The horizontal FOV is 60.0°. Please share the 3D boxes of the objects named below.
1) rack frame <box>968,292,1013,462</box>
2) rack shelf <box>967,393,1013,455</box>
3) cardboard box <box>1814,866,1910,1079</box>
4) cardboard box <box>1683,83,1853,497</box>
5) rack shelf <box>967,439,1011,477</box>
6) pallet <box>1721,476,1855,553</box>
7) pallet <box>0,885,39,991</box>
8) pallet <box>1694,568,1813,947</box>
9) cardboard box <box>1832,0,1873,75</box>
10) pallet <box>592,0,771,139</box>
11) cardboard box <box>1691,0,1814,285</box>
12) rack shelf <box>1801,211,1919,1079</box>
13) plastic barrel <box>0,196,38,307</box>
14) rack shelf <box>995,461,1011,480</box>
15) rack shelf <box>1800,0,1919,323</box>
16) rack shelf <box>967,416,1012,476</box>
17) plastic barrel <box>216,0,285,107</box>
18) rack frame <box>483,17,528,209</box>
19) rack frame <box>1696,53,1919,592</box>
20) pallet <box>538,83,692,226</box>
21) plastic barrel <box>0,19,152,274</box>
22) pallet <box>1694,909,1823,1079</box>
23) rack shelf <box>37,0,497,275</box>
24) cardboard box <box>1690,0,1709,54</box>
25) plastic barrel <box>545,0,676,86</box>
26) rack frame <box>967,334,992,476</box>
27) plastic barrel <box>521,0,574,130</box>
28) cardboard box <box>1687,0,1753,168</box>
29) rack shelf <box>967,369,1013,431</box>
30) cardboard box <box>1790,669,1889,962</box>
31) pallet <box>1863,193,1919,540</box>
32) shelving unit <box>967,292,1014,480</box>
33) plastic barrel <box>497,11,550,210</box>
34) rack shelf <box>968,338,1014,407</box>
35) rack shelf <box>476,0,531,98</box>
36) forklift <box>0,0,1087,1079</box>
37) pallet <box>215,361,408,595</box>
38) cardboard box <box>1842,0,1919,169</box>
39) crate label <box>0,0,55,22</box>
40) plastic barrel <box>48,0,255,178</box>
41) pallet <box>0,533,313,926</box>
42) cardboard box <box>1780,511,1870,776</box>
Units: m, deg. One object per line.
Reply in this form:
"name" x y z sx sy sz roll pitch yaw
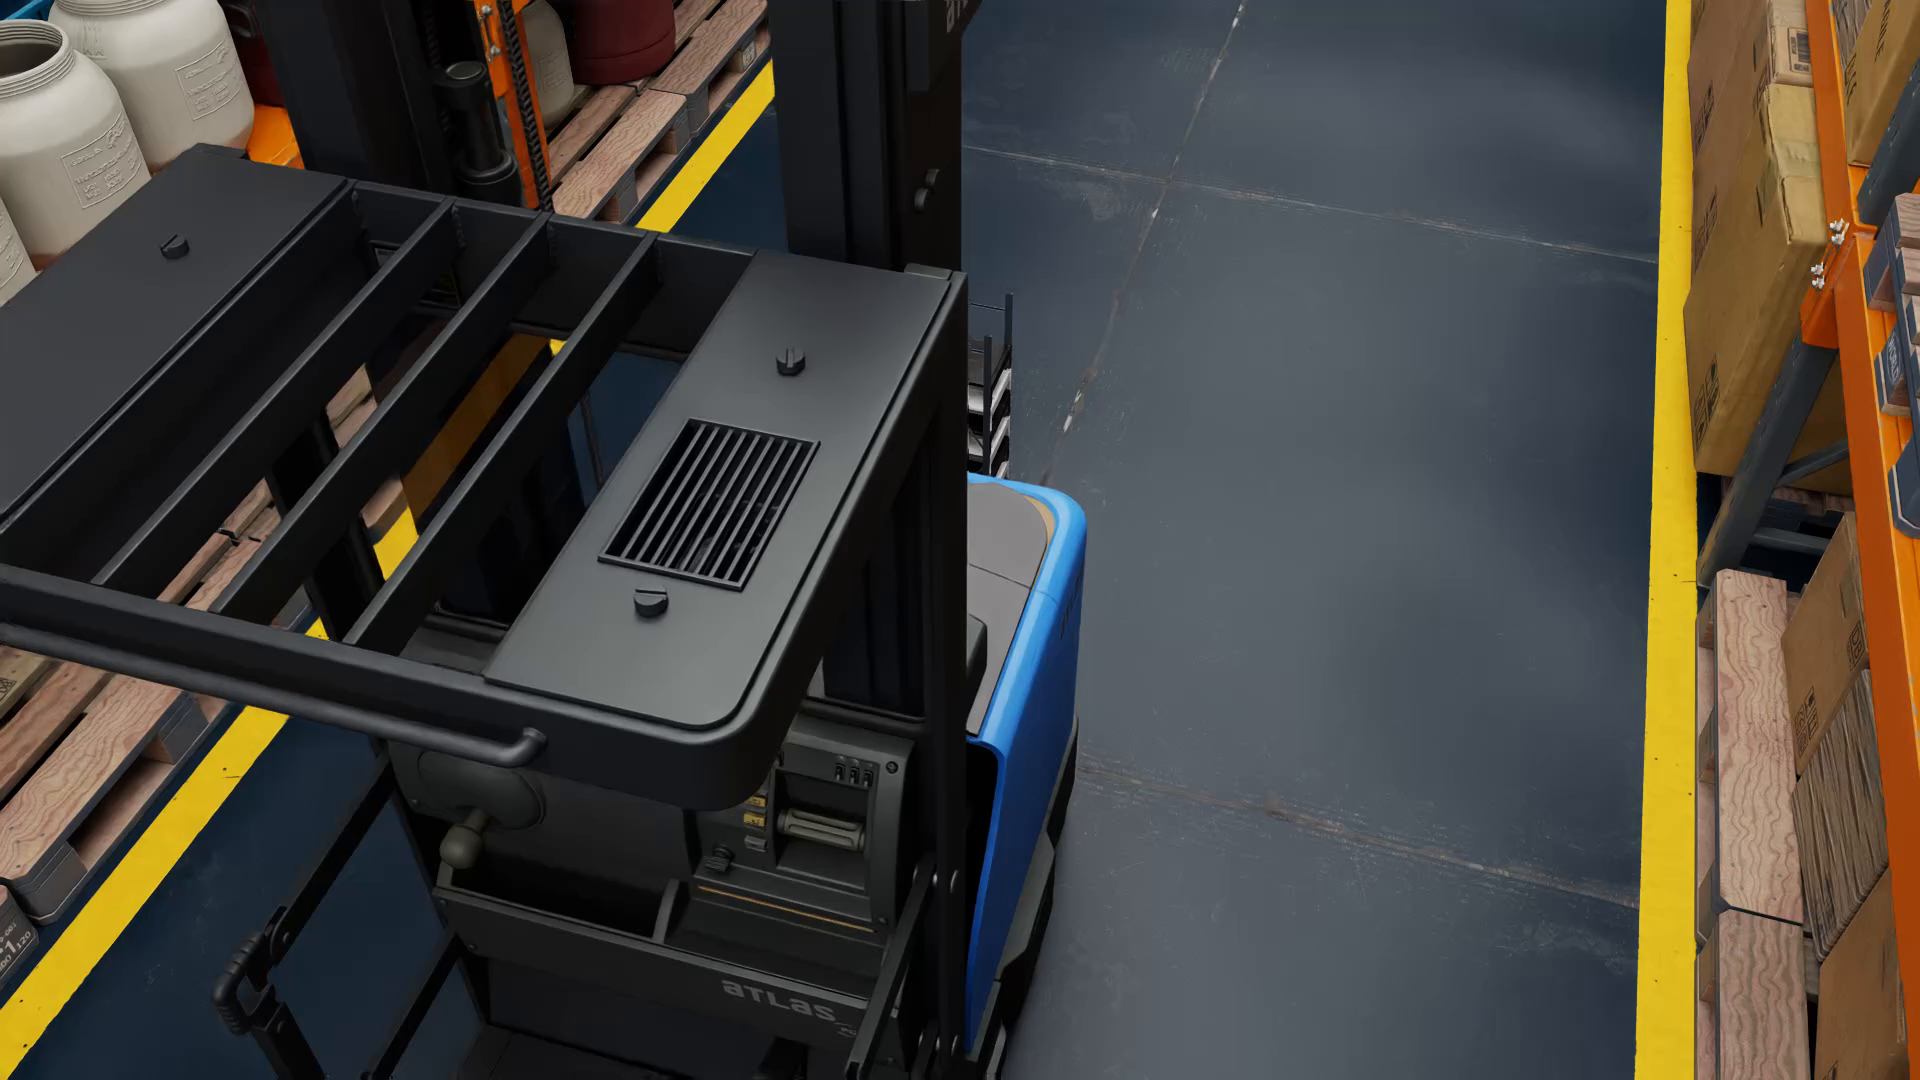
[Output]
"rack frame" 0.033 -0.395 5.010 0.240 0.900 0.006 13 46 12
"rack shelf" 0.002 -0.368 4.901 0.258 0.077 0.200 13 46 12
"cardboard box" 2.247 1.080 3.474 0.700 0.500 0.500 16 47 16
"cardboard box" 2.980 -0.705 5.044 1.225 0.875 0.875 11 45 11
"rack shelf" 0.002 -0.239 5.027 0.258 0.077 0.200 13 46 12
"pallet" 3.062 -0.371 5.478 1.003 0.211 1.213 13 46 13
"pallet" -2.979 1.224 3.848 1.003 0.211 1.213 13 46 13
"pallet" 2.513 0.659 4.426 1.003 0.211 1.213 13 46 13
"cardboard box" 2.821 -1.607 4.676 0.500 0.500 0.500 12 46 12
"pallet" -1.399 -2.256 7.404 1.003 0.211 1.213 13 46 13
"cardboard box" 3.258 -1.297 5.650 1.225 0.875 0.875 13 46 13
"rack shelf" 2.146 0.732 2.872 1.077 0.370 4.000 13 46 13
"plastic barrel" -2.328 -0.658 3.681 0.433 0.535 0.433 0 44 0
"rack shelf" 0.002 -0.175 5.090 0.258 0.077 0.200 13 46 12
"rack shelf" 3.357 -1.934 5.596 1.077 0.370 4.000 13 46 13
"rack shelf" 0.002 -0.303 4.964 0.258 0.077 0.200 13 46 12
"plastic barrel" -1.821 -1.583 4.625 0.600 0.536 0.708 13 46 13
"rack frame" -1.969 -1.907 5.055 1.000 3.000 0.127 13 46 13
"rack frame" 2.752 -0.858 3.982 1.000 3.000 0.127 13 46 13
"pallet" -1.770 -1.445 6.576 1.003 0.211 1.213 13 46 13
"plastic barrel" -2.204 -0.936 3.982 0.421 0.512 0.421 0 44 0
"pallet" 2.142 1.469 3.597 1.003 0.211 1.213 13 46 13
"rack shelf" -2.575 -0.317 3.944 1.077 0.370 4.000 13 46 13
"cardboard box" 3.788 -2.484 6.863 1.225 0.875 0.875 13 46 13
"plastic barrel" -1.495 -2.278 6.857 0.600 0.588 0.708 13 46 13
"rack frame" -0.028 -0.259 4.872 0.240 0.900 0.006 13 46 12
"plastic barrel" -1.751 -1.893 6.519 0.421 0.512 0.421 0 44 0
"cardboard box" 3.518 -1.889 6.254 1.225 0.875 0.875 11 45 11
"rack shelf" 0.002 -0.432 4.838 0.258 0.077 0.200 13 46 12
"cardboard box" 2.412 0.701 3.862 0.700 0.500 0.500 9 45 9
"pallet" 2.637 -0.292 3.541 1.213 0.211 1.003 13 46 13
"shelving unit" 0.002 -0.327 4.941 0.258 0.900 0.210 13 46 12
"plastic barrel" -1.837 -1.612 6.004 0.600 0.830 0.708 13 46 13
"rack shelf" 0.002 -0.496 4.775 0.258 0.077 0.200 13 46 12
"rack shelf" -1.363 -2.983 6.668 1.077 0.370 4.000 13 46 13
"forklift" -0.595 0.508 2.635 1.130 2.935 3.031 12 46 12
"pallet" -2.240 -0.403 5.511 1.003 0.211 1.213 13 46 13
"cardboard box" 2.665 -1.276 4.337 0.500 0.500 0.500 14 46 14
"crate label" -2.527 -1.315 4.424 0.502 0.435 0.616 13 46 13
"plastic barrel" -2.077 -1.216 4.268 0.421 0.512 0.421 0 44 0
"pallet" -2.612 0.408 4.682 1.003 0.211 1.213 13 46 13
"cardboard box" 2.568 0.329 4.242 0.700 0.500 0.500 10 45 10
